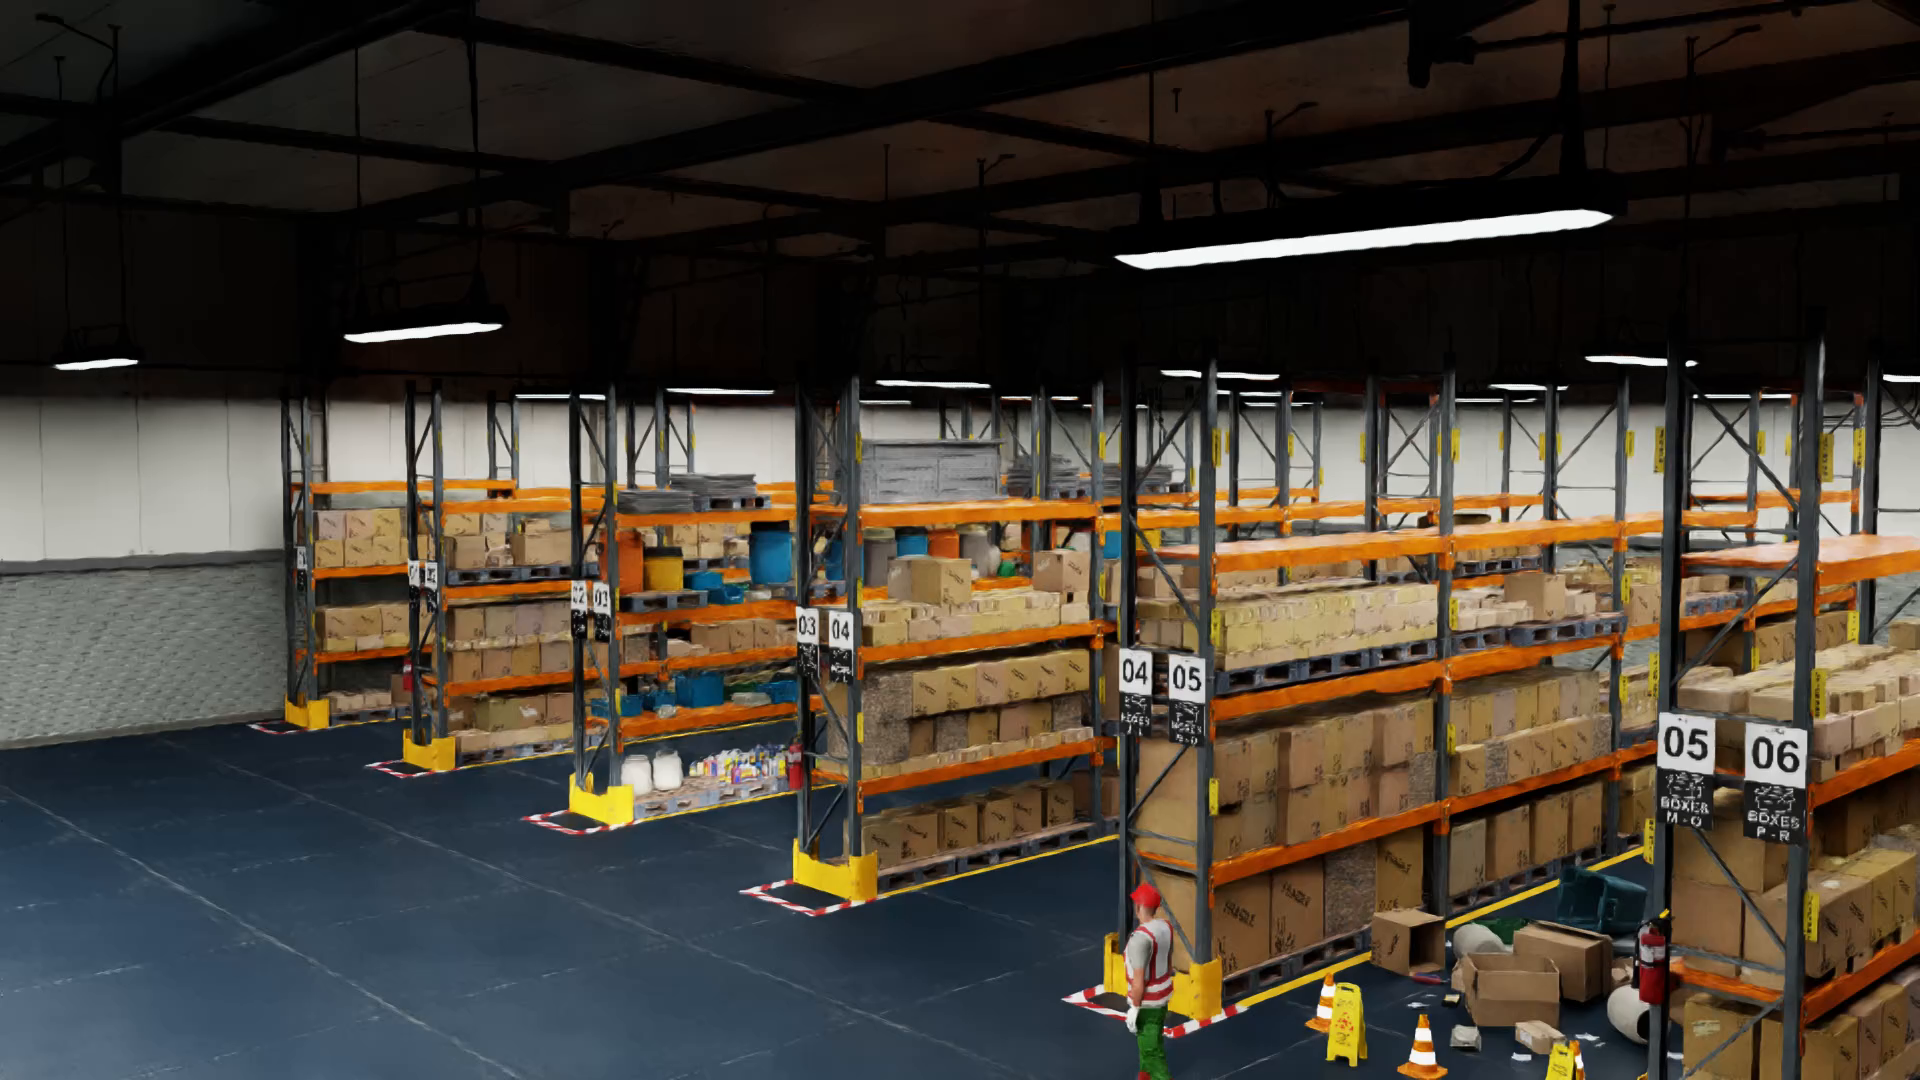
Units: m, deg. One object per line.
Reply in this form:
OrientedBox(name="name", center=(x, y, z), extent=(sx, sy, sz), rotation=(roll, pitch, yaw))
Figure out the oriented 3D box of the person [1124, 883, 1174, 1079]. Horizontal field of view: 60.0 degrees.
OrientedBox(name="person", center=(1.420, 3.474, 12.495), extent=(0.541, 1.790, 0.653), rotation=(2, 4, 30))
